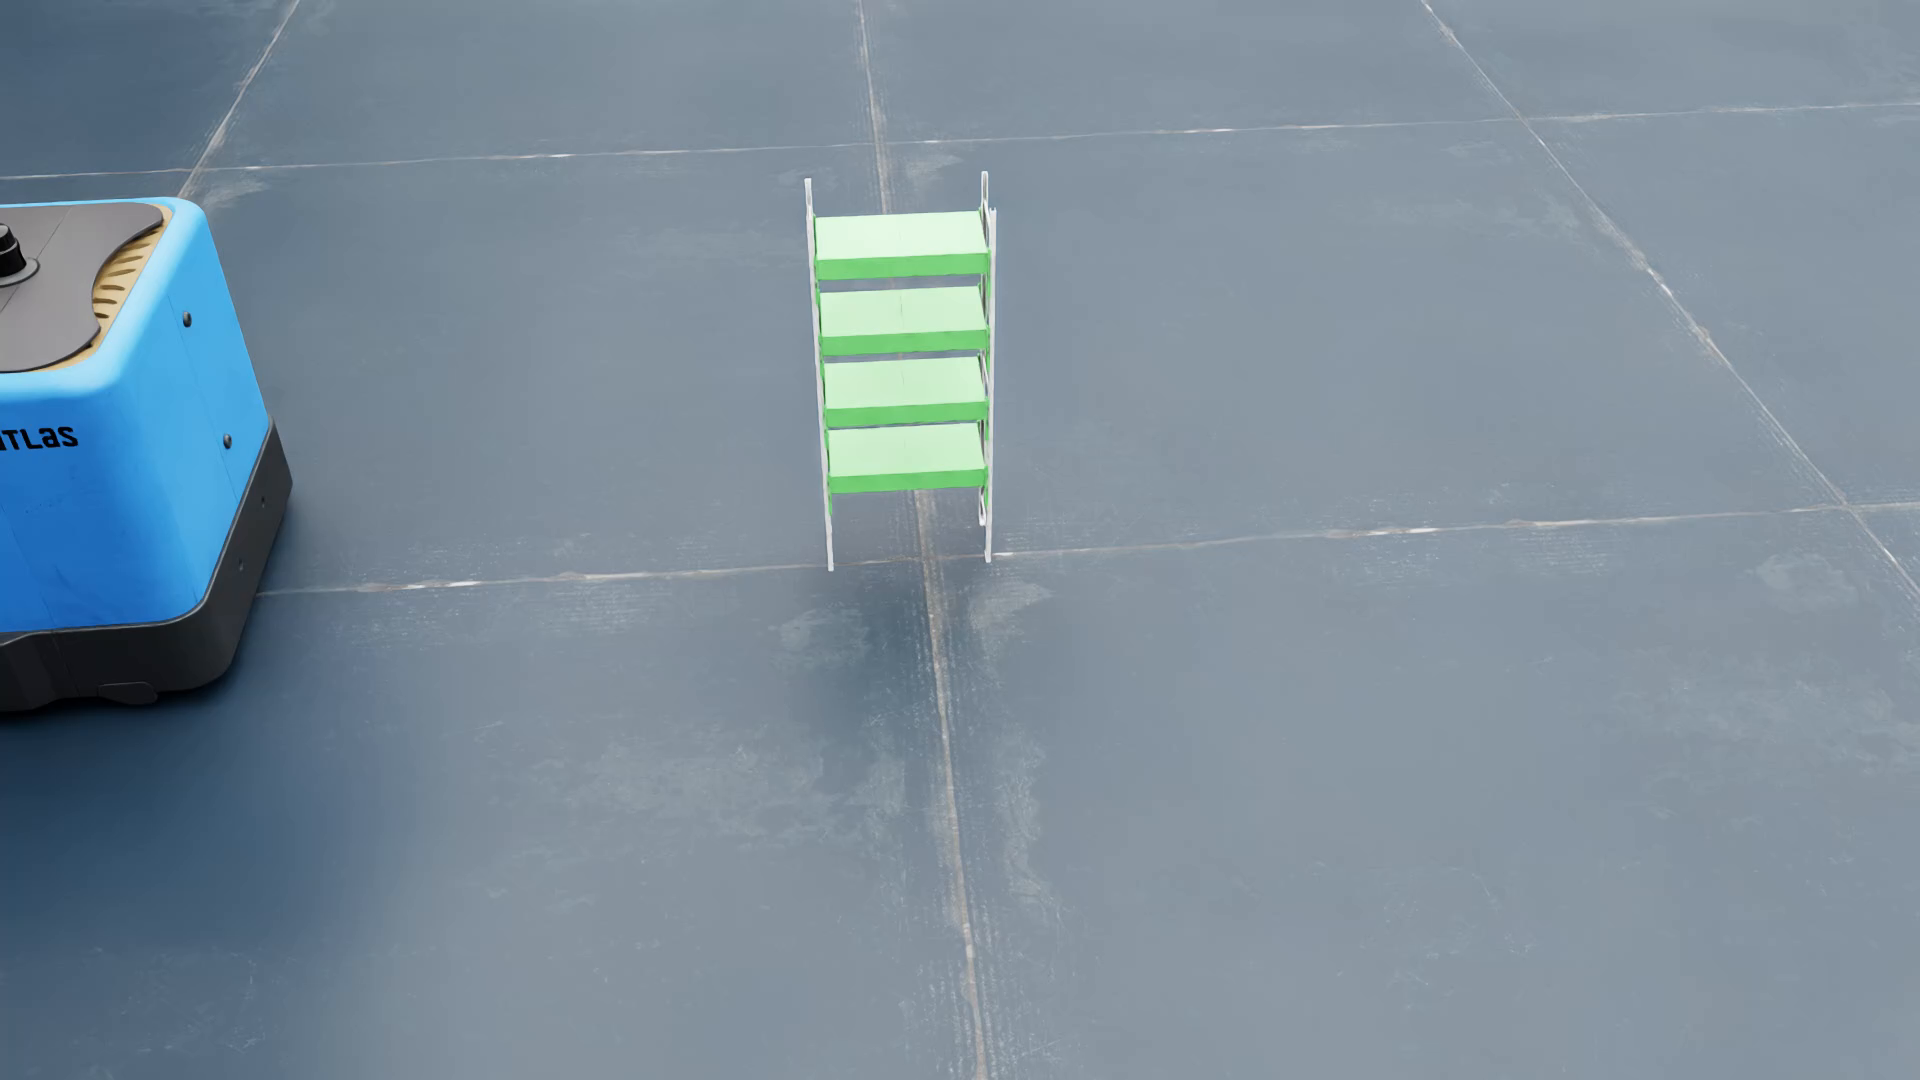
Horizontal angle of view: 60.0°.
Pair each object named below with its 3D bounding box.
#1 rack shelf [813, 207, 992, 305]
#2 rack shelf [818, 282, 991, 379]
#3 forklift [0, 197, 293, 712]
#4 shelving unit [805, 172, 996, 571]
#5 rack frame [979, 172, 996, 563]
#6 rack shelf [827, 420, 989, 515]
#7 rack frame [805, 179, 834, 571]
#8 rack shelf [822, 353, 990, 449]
[{"bbox_3d":[-0.165,-0.789,4.609,0.480,0.148,0.258,-3,38,-4],"label":"rack shelf"},{"bbox_3d":[-0.165,-0.600,4.758,0.480,0.148,0.258,-3,38,-4],"label":"rack shelf"},{"bbox_3d":[-3.609,-0.907,4.033,3.031,2.935,1.130,-4,38,-5],"label":"forklift"},{"bbox_3d":[-0.165,-0.462,4.867,0.503,1.200,0.258,-3,38,-4],"label":"shelving unit"},{"bbox_3d":[0.078,-0.475,4.884,0.015,1.200,0.240,-3,38,-4],"label":"rack frame"},{"bbox_3d":[-0.165,-0.223,5.055,0.480,0.148,0.258,-3,38,-4],"label":"rack shelf"},{"bbox_3d":[-0.408,-0.449,4.850,0.015,1.200,0.240,-3,38,-4],"label":"rack frame"},{"bbox_3d":[-0.165,-0.412,4.906,0.480,0.148,0.258,-3,38,-4],"label":"rack shelf"}]
